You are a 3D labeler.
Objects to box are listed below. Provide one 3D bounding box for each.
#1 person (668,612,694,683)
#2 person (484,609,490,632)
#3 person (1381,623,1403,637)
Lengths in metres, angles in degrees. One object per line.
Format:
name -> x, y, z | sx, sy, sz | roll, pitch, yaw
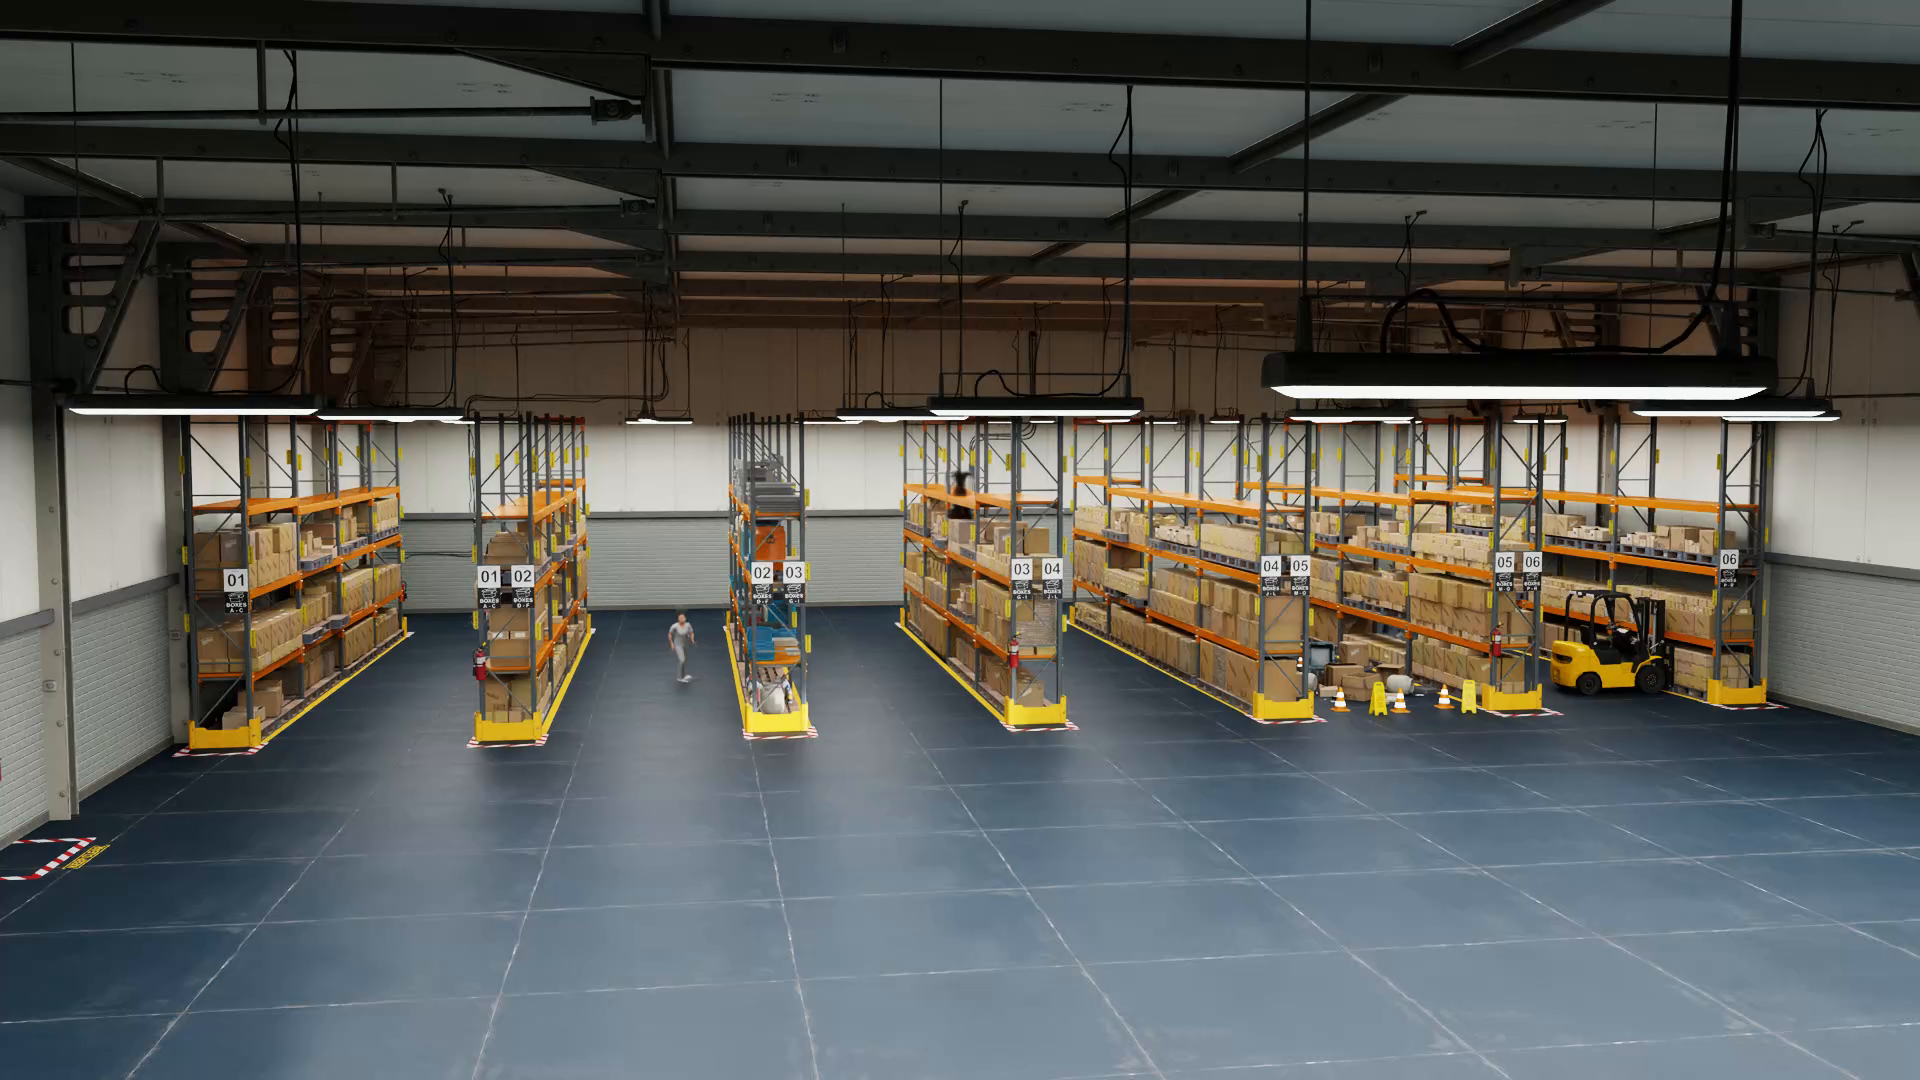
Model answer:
person -> -6.222, 2.411, 37.364 | 0.610, 1.626, 0.806 | -4, 5, -45
person -> -11.660, 2.012, 41.723 | 0.654, 1.744, 0.549 | -1, 4, -11
person -> 11.655, 1.867, 44.911 | 0.545, 1.570, 0.925 | -2, 4, -22
